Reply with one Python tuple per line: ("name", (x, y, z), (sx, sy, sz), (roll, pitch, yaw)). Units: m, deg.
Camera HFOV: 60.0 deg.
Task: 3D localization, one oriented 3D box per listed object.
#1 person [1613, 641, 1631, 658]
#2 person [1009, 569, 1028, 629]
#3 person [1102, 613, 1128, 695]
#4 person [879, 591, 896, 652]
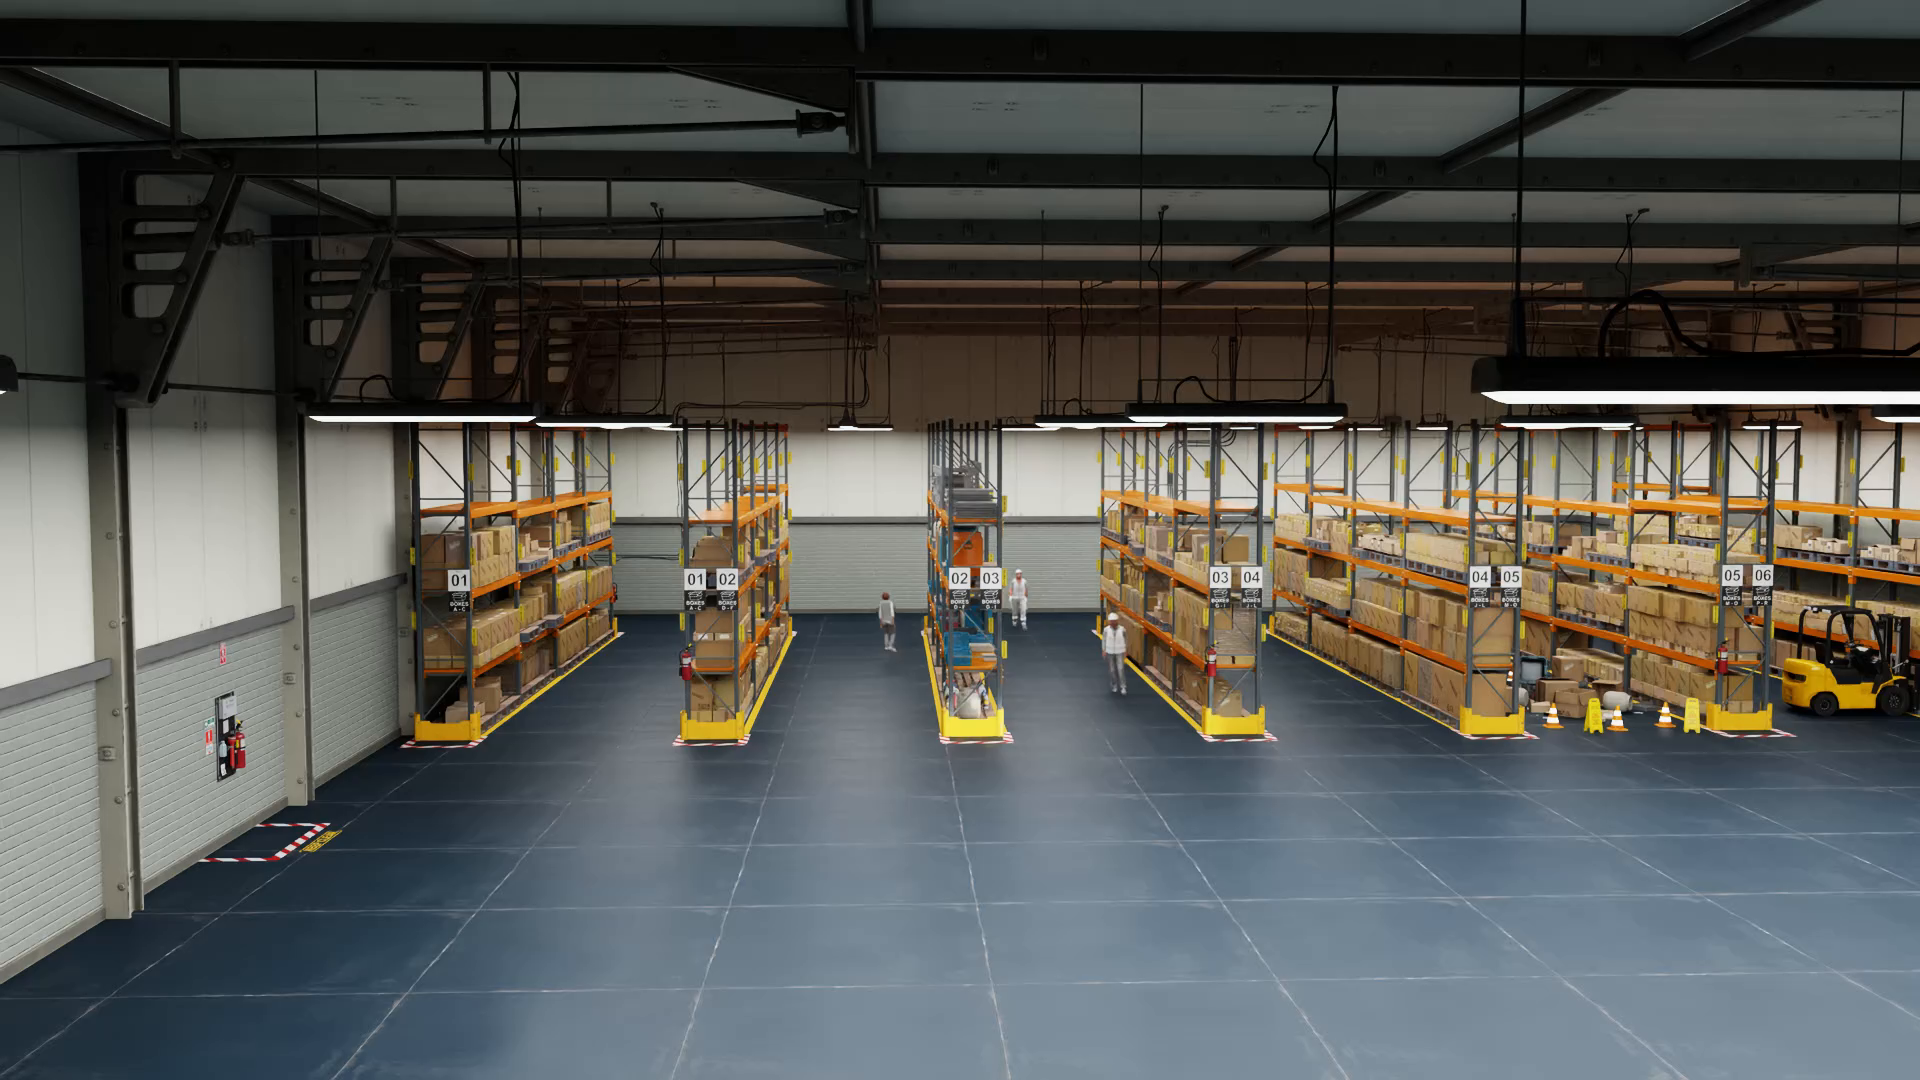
("person", (16.768, 2.205, 41.976), (0.512, 1.769, 0.613), (-1, 4, -9))
("person", (1.705, 1.723, 48.523), (0.597, 1.728, 1.055), (0, 4, -7))
("person", (3.405, 2.498, 36.566), (0.599, 1.768, 0.787), (1, 4, 11))
("person", (-1.829, 2.057, 41.889), (0.456, 1.530, 0.439), (0, 4, 4))
